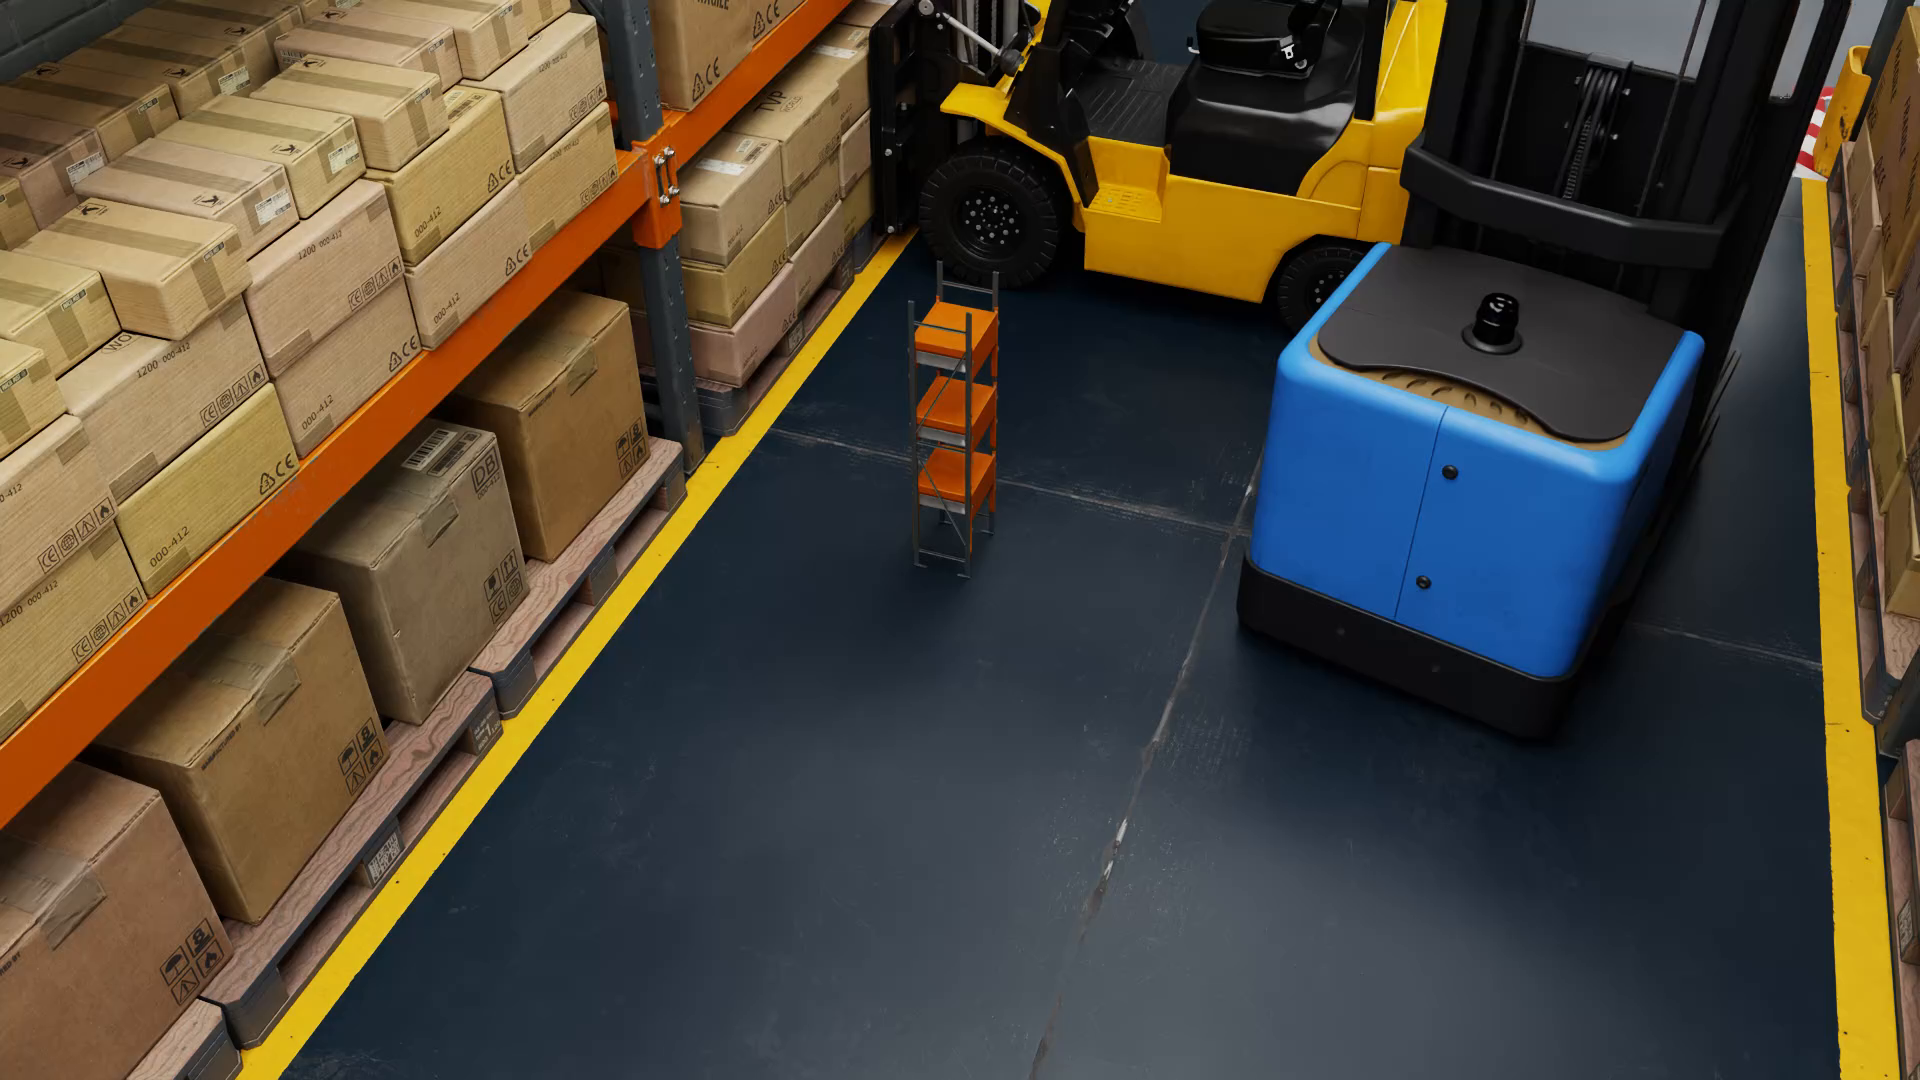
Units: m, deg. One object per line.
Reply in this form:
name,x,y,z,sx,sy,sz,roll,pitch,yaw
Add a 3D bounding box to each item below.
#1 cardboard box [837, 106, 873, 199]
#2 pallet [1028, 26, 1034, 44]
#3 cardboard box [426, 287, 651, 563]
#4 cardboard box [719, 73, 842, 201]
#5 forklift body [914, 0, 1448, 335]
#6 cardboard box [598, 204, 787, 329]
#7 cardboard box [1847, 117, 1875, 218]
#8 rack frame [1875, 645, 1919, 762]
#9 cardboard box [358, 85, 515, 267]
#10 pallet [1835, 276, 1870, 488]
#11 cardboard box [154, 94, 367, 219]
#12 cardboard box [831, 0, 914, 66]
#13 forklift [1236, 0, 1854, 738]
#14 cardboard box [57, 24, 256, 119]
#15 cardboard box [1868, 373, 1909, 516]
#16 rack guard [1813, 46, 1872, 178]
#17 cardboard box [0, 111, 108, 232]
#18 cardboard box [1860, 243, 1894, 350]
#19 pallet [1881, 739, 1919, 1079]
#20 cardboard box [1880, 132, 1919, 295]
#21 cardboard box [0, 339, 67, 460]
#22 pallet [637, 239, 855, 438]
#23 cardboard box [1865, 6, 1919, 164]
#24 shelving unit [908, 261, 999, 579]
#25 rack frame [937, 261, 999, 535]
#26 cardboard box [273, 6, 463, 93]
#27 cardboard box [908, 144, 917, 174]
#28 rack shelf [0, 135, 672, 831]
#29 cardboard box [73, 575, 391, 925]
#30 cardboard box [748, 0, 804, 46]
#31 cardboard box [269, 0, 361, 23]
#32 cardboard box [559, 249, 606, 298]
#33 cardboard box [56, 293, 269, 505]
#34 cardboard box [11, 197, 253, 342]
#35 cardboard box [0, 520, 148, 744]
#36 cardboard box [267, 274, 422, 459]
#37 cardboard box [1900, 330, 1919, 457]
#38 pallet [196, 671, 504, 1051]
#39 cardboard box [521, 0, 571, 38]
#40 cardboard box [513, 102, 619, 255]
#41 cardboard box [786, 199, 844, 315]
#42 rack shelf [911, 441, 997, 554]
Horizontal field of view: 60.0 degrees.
cardboard box,-0.614,-1.659,6.793,0.500,0.250,0.500,13,42,15
pallet,-0.277,-2.420,8.424,1.003,0.211,1.213,13,42,15
cardboard box,-1.590,-0.453,5.476,0.875,0.625,0.625,15,43,17
cardboard box,-0.778,-1.546,6.276,0.500,0.250,0.500,13,42,15
forklift body,1.011,-2.072,6.522,2.313,2.155,1.214,13,42,15
cardboard box,-0.967,-1.048,6.077,0.500,0.250,0.500,13,42,15
cardboard box,4.075,-1.541,7.040,0.500,0.250,0.500,13,42,15
rack frame,3.243,-0.418,3.929,1.000,3.000,0.127,13,42,15
cardboard box,-1.519,-0.979,4.316,0.500,0.250,0.500,12,42,14
pallet,3.855,-0.521,6.198,1.003,0.211,1.213,13,42,15
cardboard box,-1.649,-0.910,3.928,0.380,0.149,0.250,12,42,14
cardboard box,-0.432,-2.171,7.008,0.500,0.250,0.500,12,42,14
forklift,2.110,-1.456,5.198,1.130,2.935,3.031,23,45,24
cardboard box,-2.039,-1.171,4.234,0.380,0.149,0.250,13,42,15
cardboard box,3.365,-0.279,5.561,0.500,0.250,0.500,12,42,14
rack guard,4.585,-1.860,7.545,1.175,0.500,0.348,13,42,15
cardboard box,-2.230,-0.869,3.881,0.380,0.149,0.250,13,42,15
cardboard box,3.719,-0.895,6.283,0.500,0.250,0.500,16,43,18
pallet,2.978,1.118,4.277,1.003,0.211,1.213,13,42,15
cardboard box,3.714,-1.187,6.048,0.500,0.500,0.500,14,42,16
cardboard box,-1.973,-0.281,3.191,0.380,0.149,0.250,14,42,16
pallet,-1.111,-0.932,6.680,1.003,0.211,1.213,13,42,15
cardboard box,4.068,-1.811,6.779,0.500,0.500,0.500,12,42,14
shelving unit,-0.018,-0.367,5.371,0.215,1.050,0.252,13,42,15
rack frame,0.023,-0.441,5.458,0.200,1.050,0.008,13,42,15
cardboard box,-1.535,-1.245,4.322,0.380,0.149,0.250,13,42,15
cardboard box,-0.434,-1.788,7.329,0.500,0.250,0.500,15,43,16
rack shelf,-2.107,-0.024,4.021,1.077,0.370,4.000,13,42,15
cardboard box,-2.118,0.478,4.385,0.875,0.625,0.625,12,42,13
cardboard box,-0.863,-2.089,5.811,0.500,0.500,0.500,14,42,16
cardboard box,-1.885,-1.483,4.601,0.380,0.149,0.250,12,42,14
cardboard box,-1.449,-1.163,6.212,0.500,0.250,0.500,12,42,14
cardboard box,-1.890,-0.365,3.597,0.500,0.250,0.500,14,42,16
cardboard box,-1.758,-0.580,3.541,0.380,0.149,0.250,12,42,14
cardboard box,-2.063,0.142,3.388,0.500,0.250,0.500,12,42,14
cardboard box,-1.714,-0.491,4.130,0.500,0.250,0.500,14,42,15
cardboard box,3.366,-0.548,5.298,0.500,0.500,0.500,14,42,16
pallet,-2.053,0.748,4.710,1.003,0.211,1.213,13,42,15
cardboard box,-1.331,-1.544,4.672,0.380,0.149,0.250,15,43,17
cardboard box,-1.349,-1.095,4.838,0.500,0.250,0.500,14,42,16
cardboard box,-0.787,-1.166,6.600,0.500,0.250,0.500,12,42,14
rack shelf,-0.018,-0.147,5.558,0.215,0.259,0.240,13,42,15
